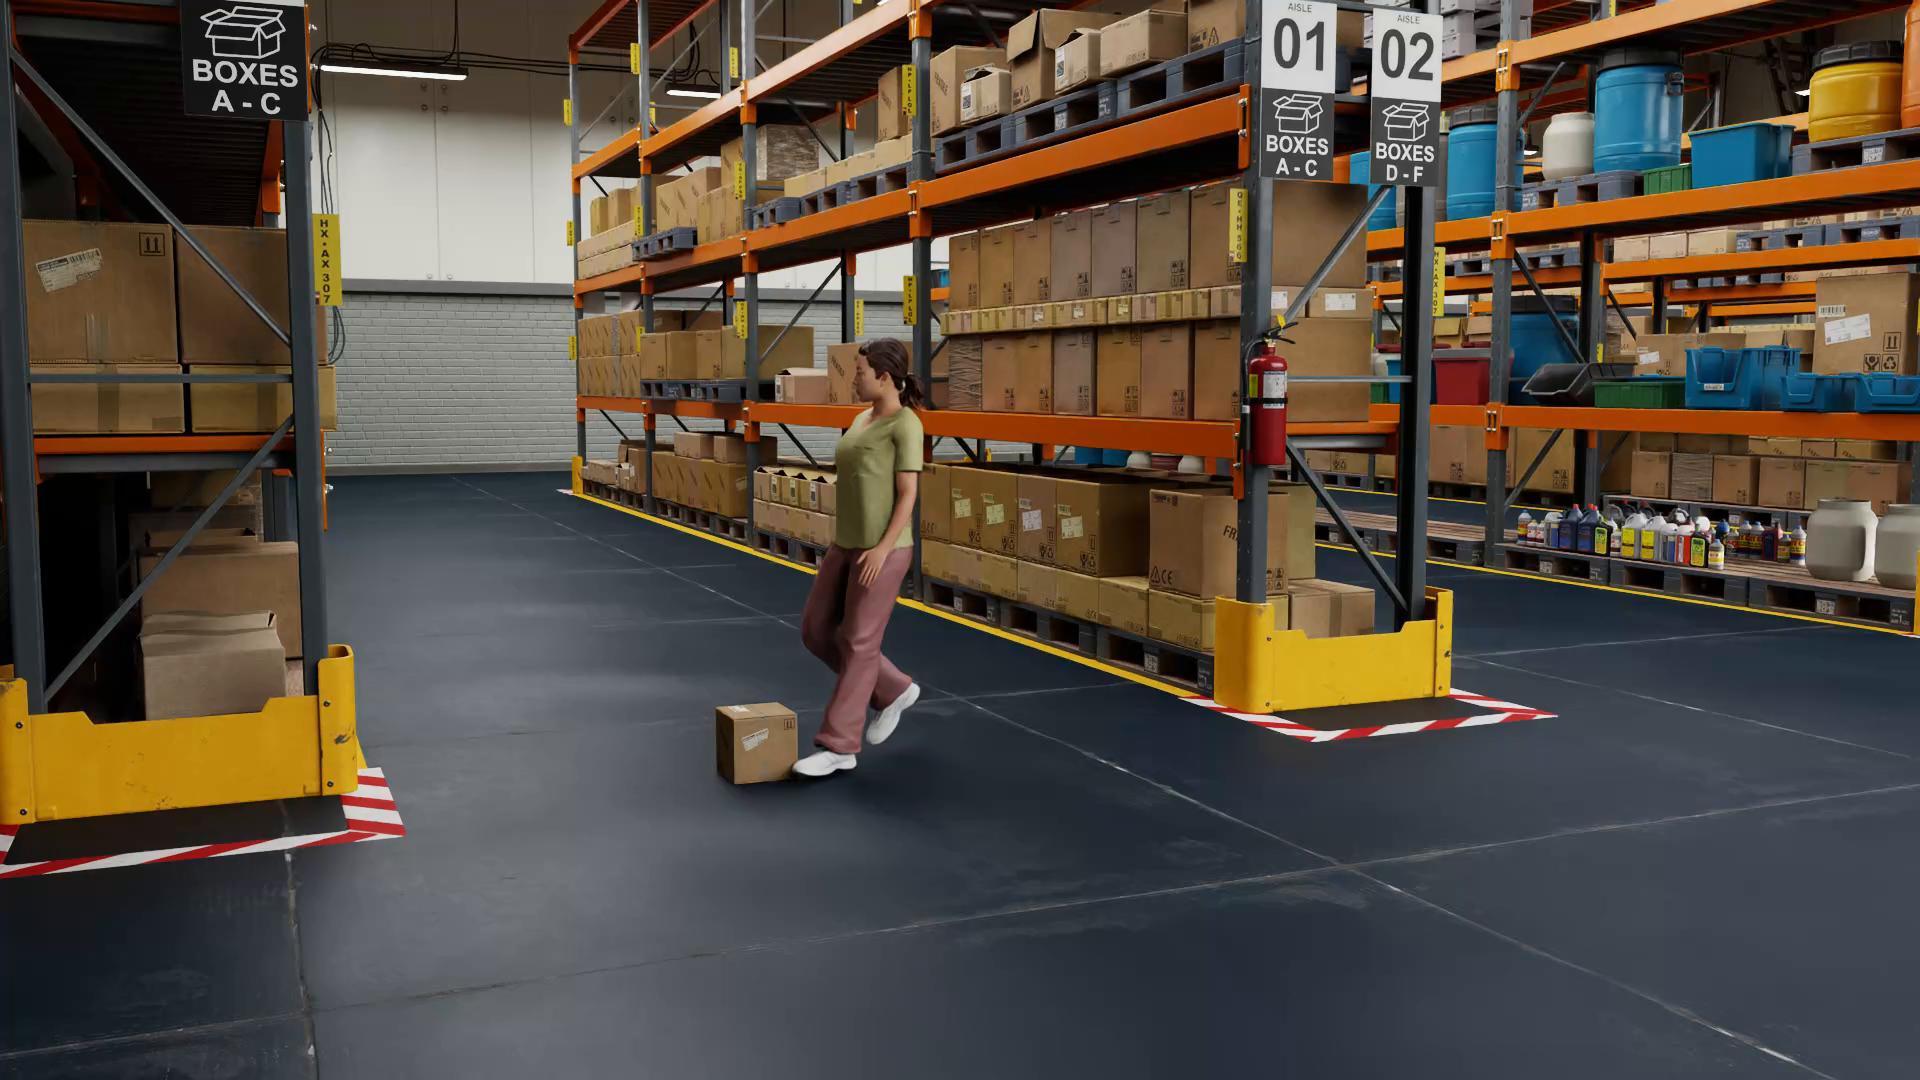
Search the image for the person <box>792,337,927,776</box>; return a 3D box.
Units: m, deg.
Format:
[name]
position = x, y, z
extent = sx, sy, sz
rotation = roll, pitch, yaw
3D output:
[person]
position = -0.392, 0.050, 6.422
extent = 0.668, 1.656, 0.496
rotation = -4, 7, -35
